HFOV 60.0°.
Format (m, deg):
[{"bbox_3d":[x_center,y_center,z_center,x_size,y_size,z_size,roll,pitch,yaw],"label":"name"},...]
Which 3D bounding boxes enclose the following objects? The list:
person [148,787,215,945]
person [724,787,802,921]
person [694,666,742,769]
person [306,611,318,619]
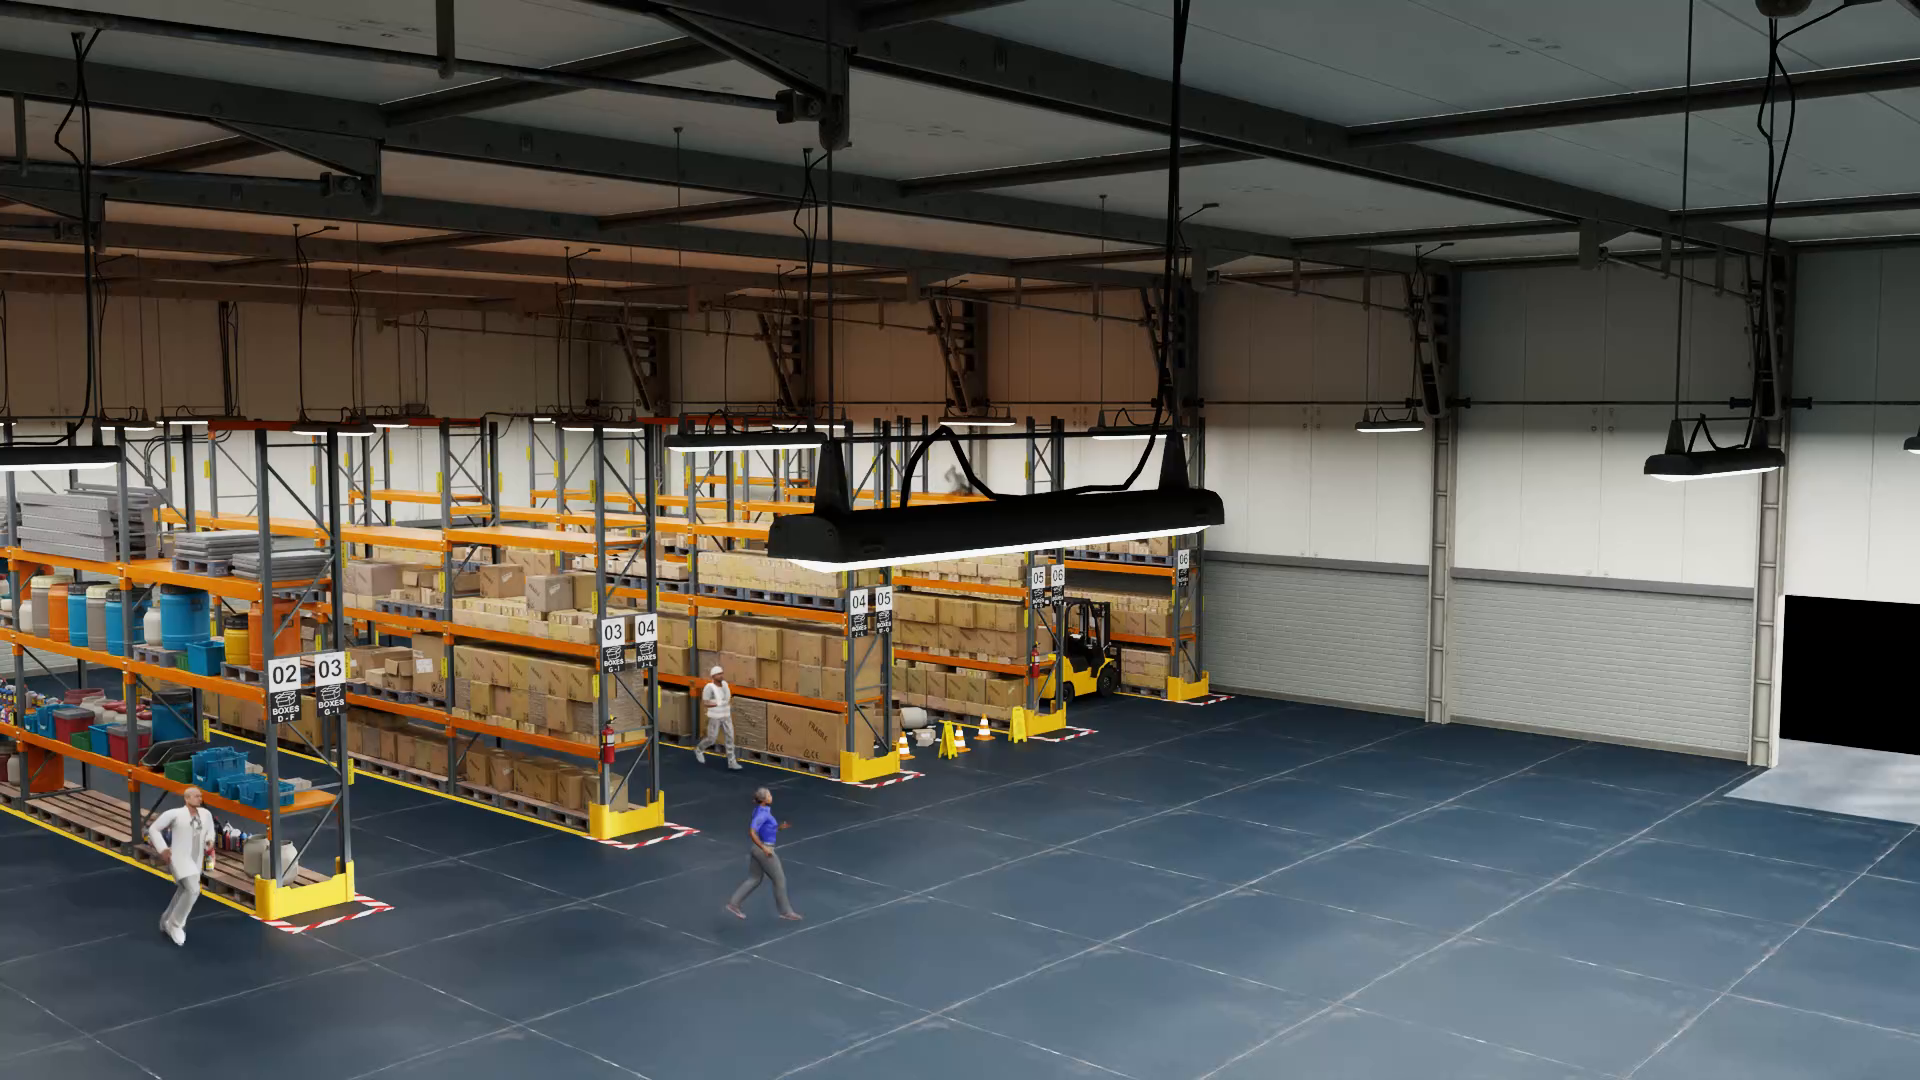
[{"bbox_3d":[-9.155,3.876,19.734,0.720,1.678,0.694,2,5,23],"label":"person"},{"bbox_3d":[-2.380,3.811,20.117,0.929,1.658,0.570,-2,5,-22],"label":"person"},{"bbox_3d":[-4.152,3.045,28.617,1.004,1.759,0.690,4,6,39],"label":"person"},{"bbox_3d":[-14.681,2.320,37.755,0.724,1.800,0.781,-1,5,-17],"label":"person"}]
